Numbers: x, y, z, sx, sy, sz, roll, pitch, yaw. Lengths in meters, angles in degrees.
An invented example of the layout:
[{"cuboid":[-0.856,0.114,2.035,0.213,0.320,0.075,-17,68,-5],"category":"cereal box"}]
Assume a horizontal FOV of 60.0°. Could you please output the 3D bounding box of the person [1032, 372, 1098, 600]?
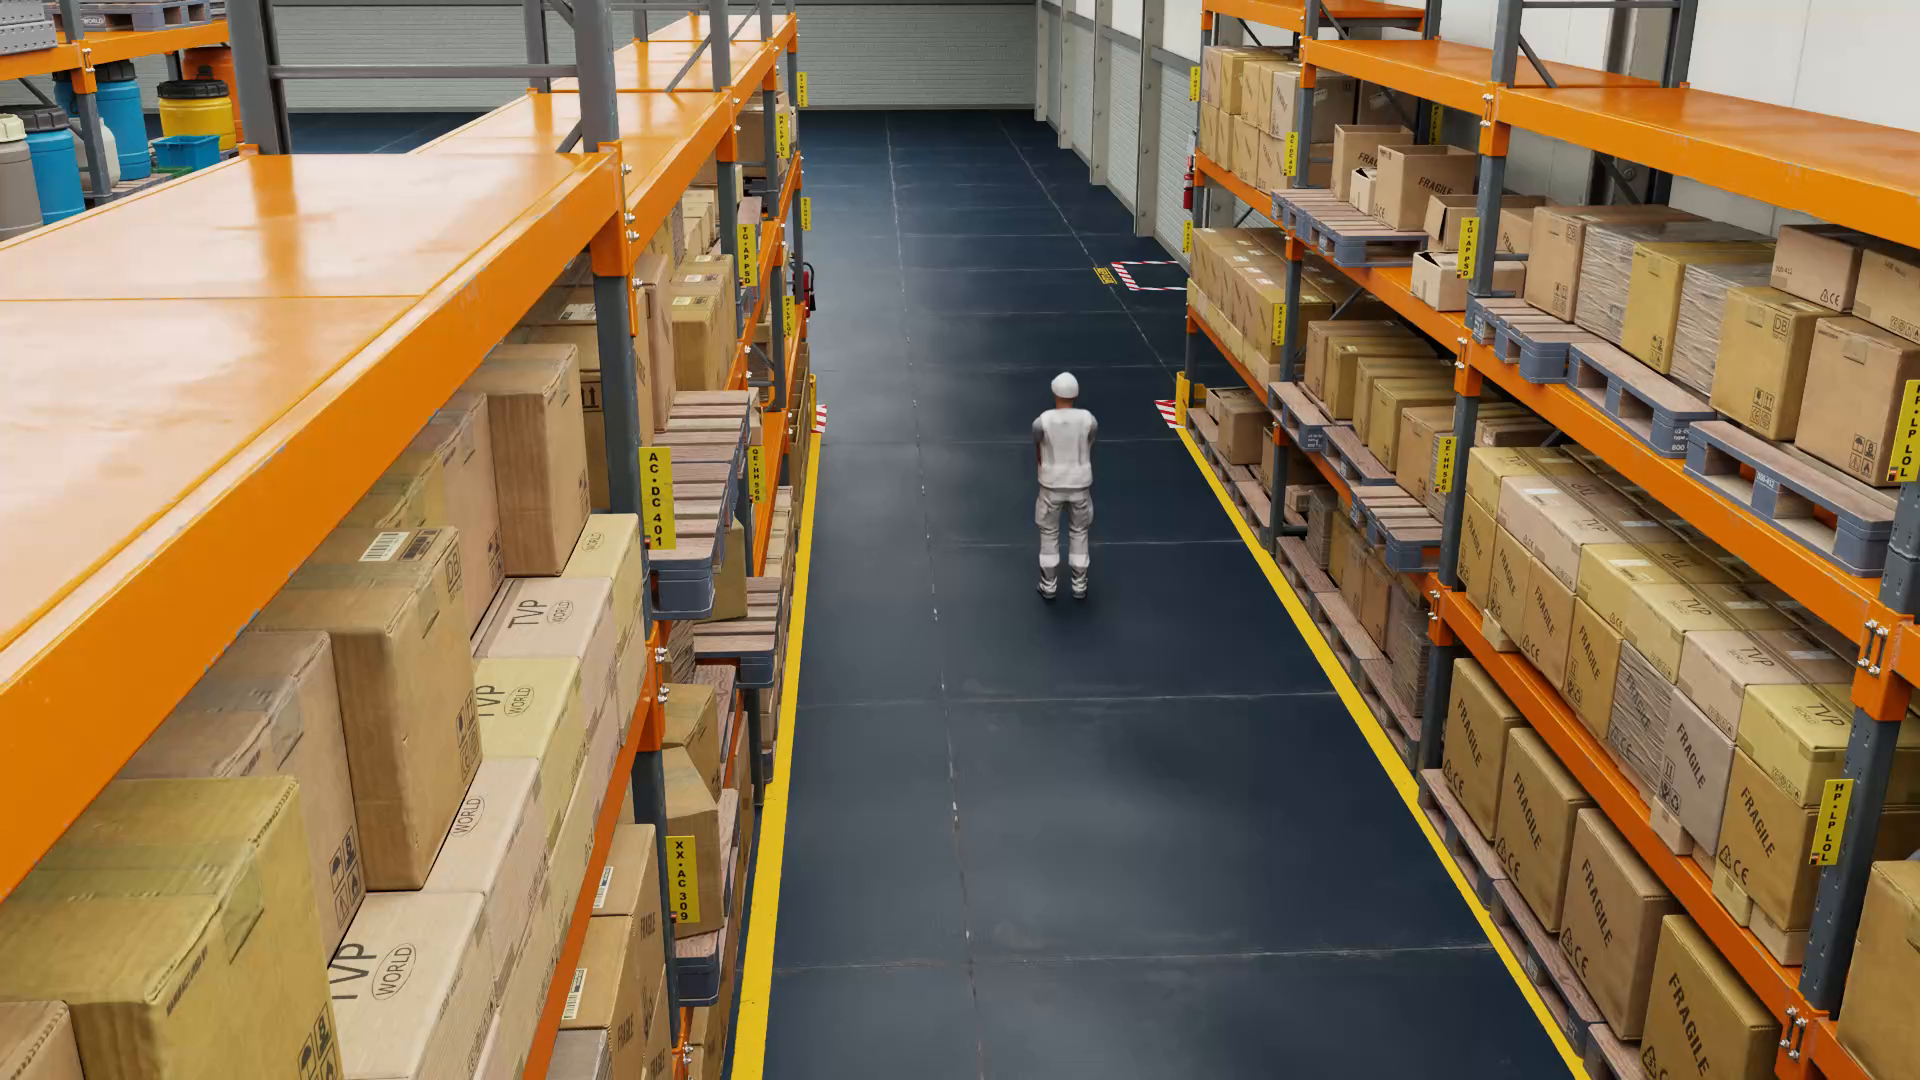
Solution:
[{"cuboid":[0.783,-0.448,12.760,0.495,1.786,0.559,-1,20,-3],"category":"person"}]
